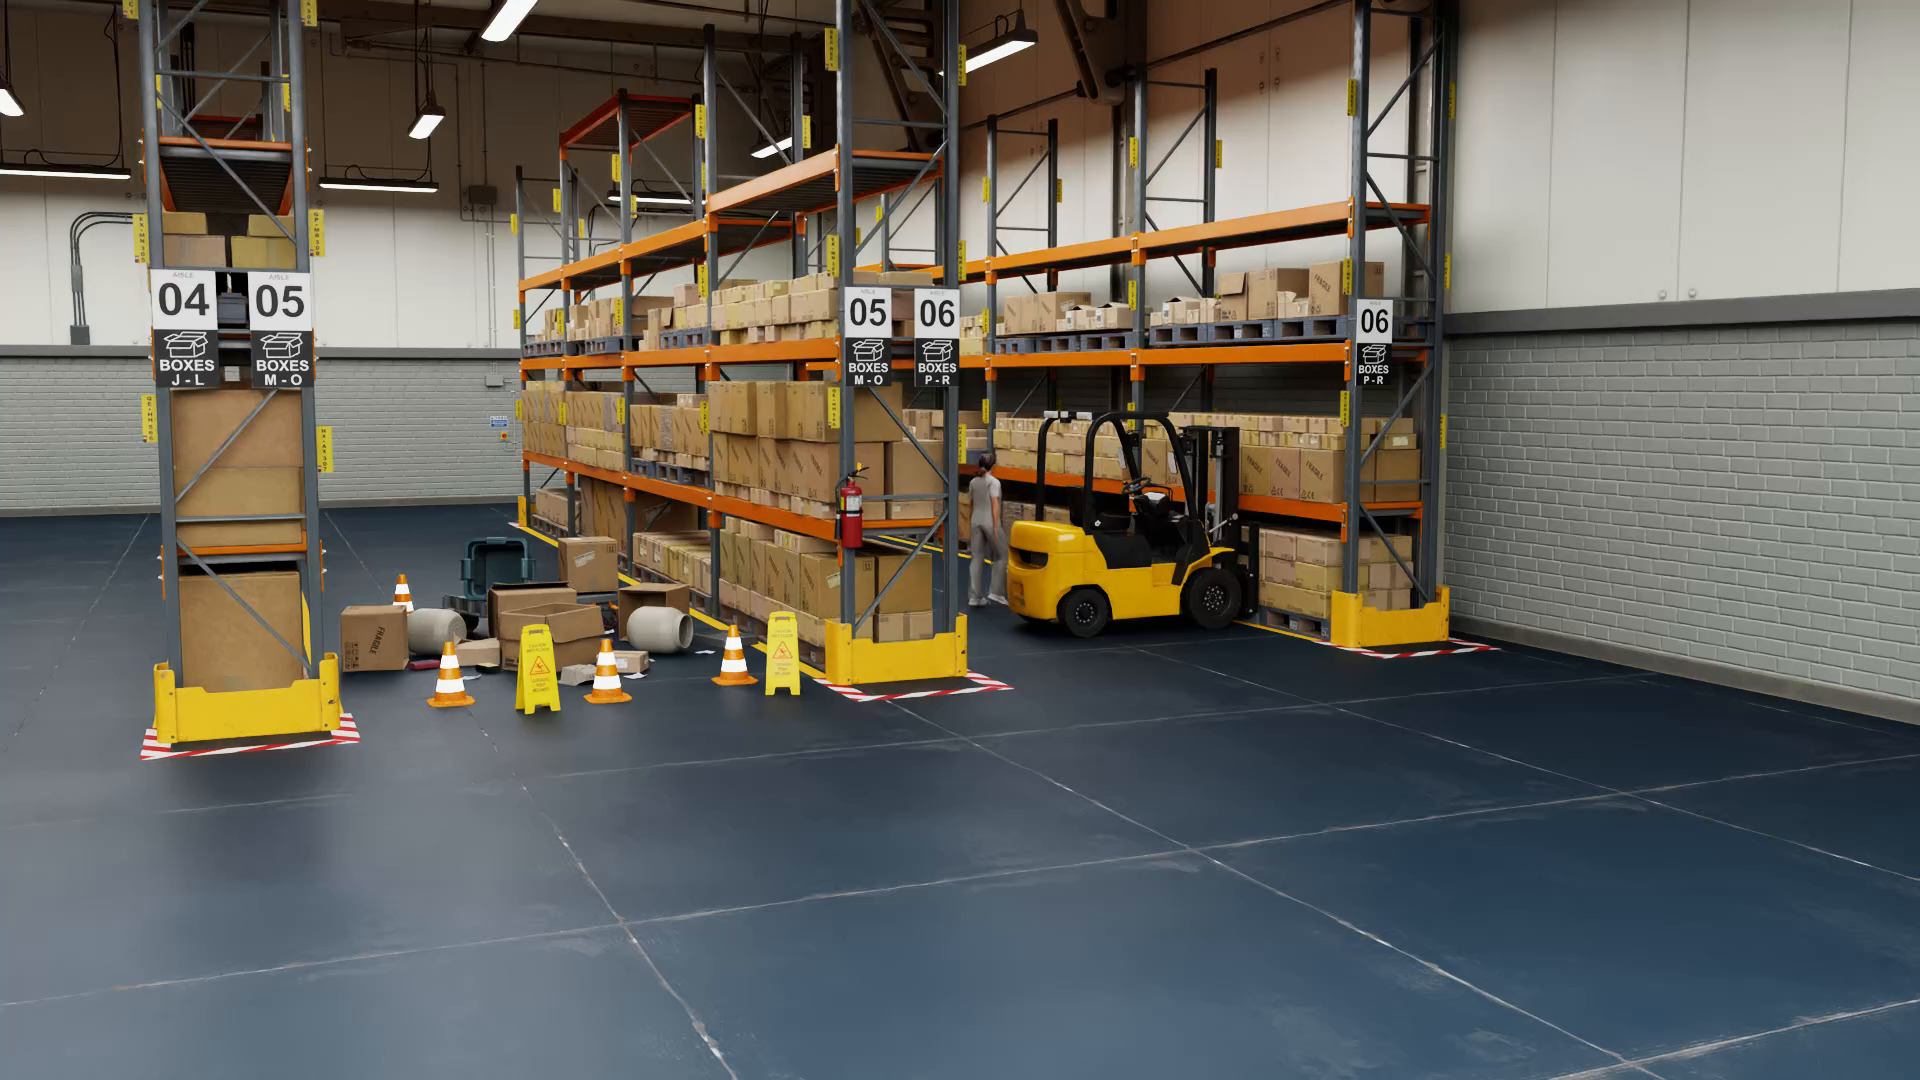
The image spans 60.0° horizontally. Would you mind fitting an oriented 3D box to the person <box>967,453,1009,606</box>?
[{"bbox_3d":[0.251,-0.100,18.089,0.472,1.688,0.540,4,7,34],"label":"person"}]
